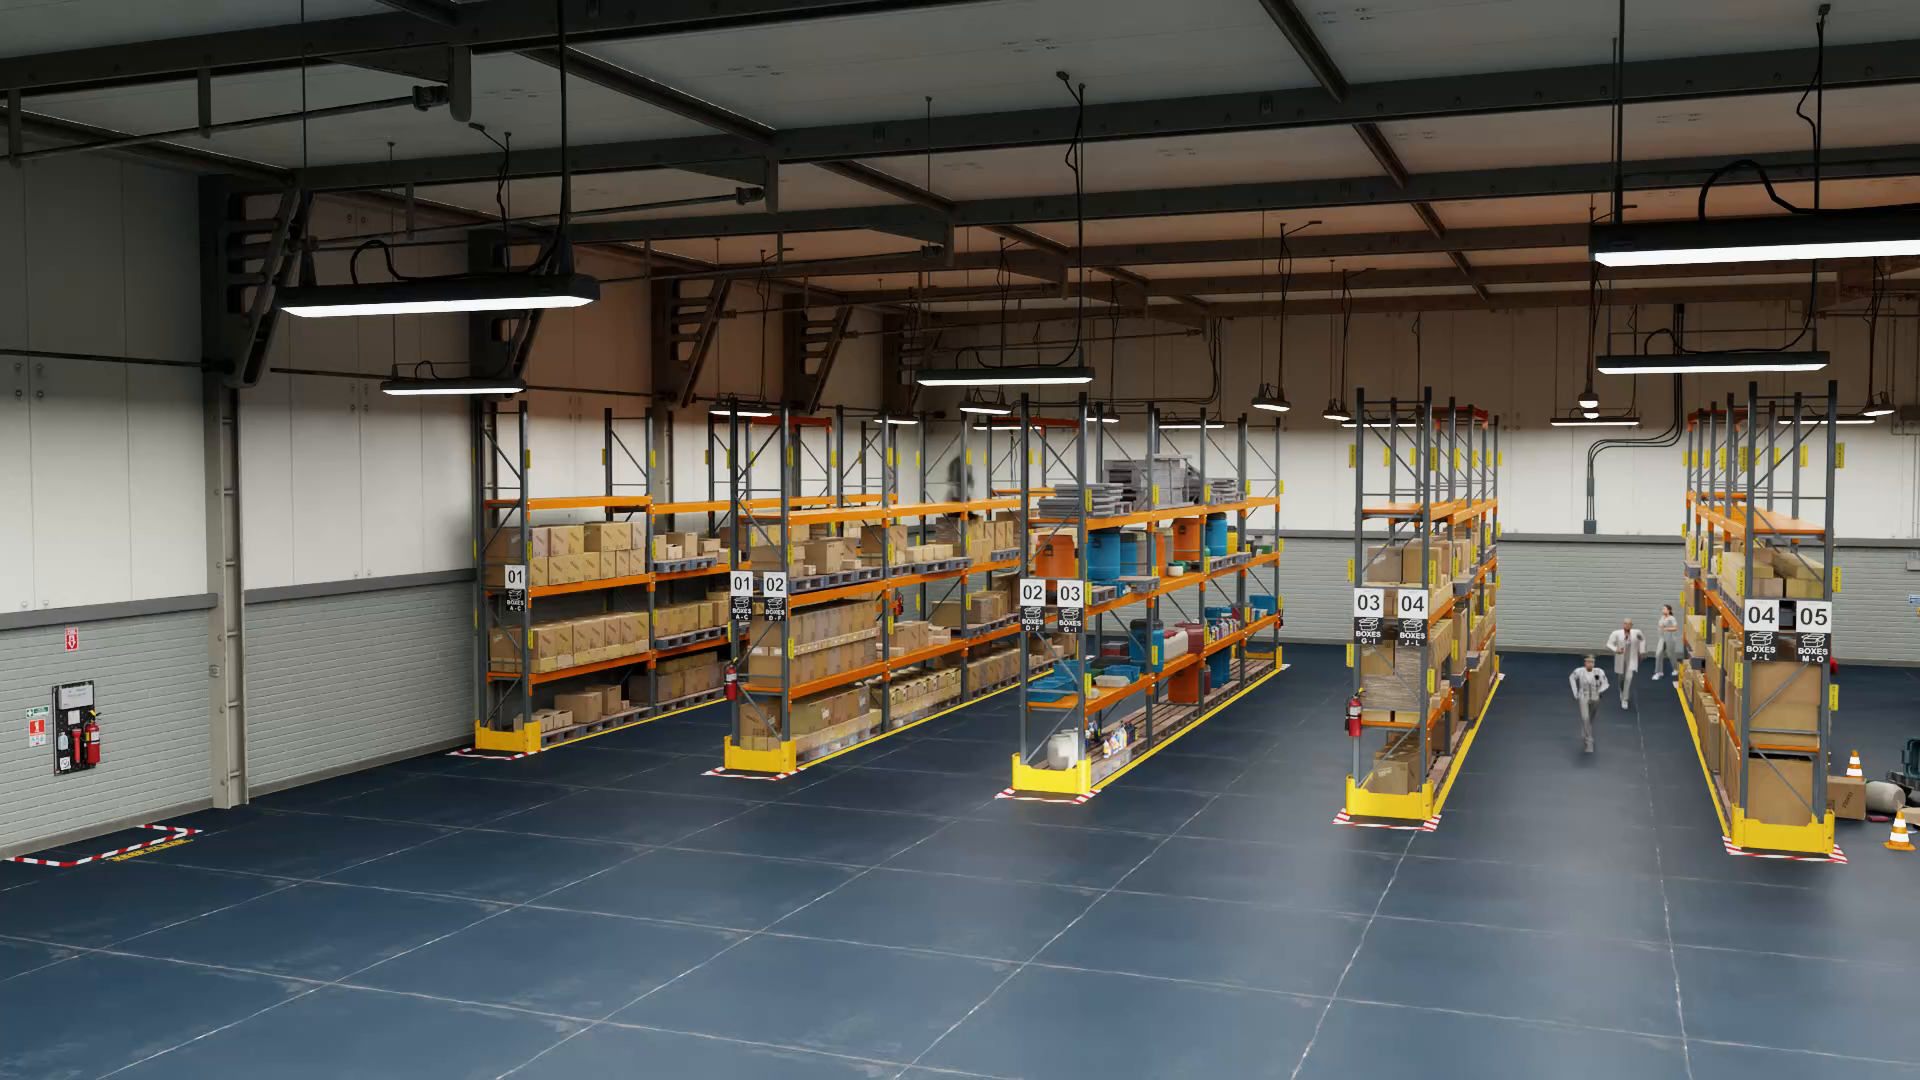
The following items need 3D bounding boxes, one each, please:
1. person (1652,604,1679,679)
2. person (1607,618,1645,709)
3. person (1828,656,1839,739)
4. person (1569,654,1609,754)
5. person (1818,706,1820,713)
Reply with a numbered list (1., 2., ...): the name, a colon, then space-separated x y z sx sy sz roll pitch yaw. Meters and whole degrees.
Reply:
1. person: 16.167 2.322 37.926 0.868 1.705 0.548 -1 3 -26
2. person: 13.520 2.471 33.763 0.734 1.784 1.109 1 3 20
3. person: 15.293 2.678 29.599 0.650 1.744 0.959 1 3 16
4. person: 10.858 2.781 28.714 0.618 1.687 1.038 1 3 11
5. person: 16.708 2.537 32.650 0.628 1.812 0.827 1 3 16
